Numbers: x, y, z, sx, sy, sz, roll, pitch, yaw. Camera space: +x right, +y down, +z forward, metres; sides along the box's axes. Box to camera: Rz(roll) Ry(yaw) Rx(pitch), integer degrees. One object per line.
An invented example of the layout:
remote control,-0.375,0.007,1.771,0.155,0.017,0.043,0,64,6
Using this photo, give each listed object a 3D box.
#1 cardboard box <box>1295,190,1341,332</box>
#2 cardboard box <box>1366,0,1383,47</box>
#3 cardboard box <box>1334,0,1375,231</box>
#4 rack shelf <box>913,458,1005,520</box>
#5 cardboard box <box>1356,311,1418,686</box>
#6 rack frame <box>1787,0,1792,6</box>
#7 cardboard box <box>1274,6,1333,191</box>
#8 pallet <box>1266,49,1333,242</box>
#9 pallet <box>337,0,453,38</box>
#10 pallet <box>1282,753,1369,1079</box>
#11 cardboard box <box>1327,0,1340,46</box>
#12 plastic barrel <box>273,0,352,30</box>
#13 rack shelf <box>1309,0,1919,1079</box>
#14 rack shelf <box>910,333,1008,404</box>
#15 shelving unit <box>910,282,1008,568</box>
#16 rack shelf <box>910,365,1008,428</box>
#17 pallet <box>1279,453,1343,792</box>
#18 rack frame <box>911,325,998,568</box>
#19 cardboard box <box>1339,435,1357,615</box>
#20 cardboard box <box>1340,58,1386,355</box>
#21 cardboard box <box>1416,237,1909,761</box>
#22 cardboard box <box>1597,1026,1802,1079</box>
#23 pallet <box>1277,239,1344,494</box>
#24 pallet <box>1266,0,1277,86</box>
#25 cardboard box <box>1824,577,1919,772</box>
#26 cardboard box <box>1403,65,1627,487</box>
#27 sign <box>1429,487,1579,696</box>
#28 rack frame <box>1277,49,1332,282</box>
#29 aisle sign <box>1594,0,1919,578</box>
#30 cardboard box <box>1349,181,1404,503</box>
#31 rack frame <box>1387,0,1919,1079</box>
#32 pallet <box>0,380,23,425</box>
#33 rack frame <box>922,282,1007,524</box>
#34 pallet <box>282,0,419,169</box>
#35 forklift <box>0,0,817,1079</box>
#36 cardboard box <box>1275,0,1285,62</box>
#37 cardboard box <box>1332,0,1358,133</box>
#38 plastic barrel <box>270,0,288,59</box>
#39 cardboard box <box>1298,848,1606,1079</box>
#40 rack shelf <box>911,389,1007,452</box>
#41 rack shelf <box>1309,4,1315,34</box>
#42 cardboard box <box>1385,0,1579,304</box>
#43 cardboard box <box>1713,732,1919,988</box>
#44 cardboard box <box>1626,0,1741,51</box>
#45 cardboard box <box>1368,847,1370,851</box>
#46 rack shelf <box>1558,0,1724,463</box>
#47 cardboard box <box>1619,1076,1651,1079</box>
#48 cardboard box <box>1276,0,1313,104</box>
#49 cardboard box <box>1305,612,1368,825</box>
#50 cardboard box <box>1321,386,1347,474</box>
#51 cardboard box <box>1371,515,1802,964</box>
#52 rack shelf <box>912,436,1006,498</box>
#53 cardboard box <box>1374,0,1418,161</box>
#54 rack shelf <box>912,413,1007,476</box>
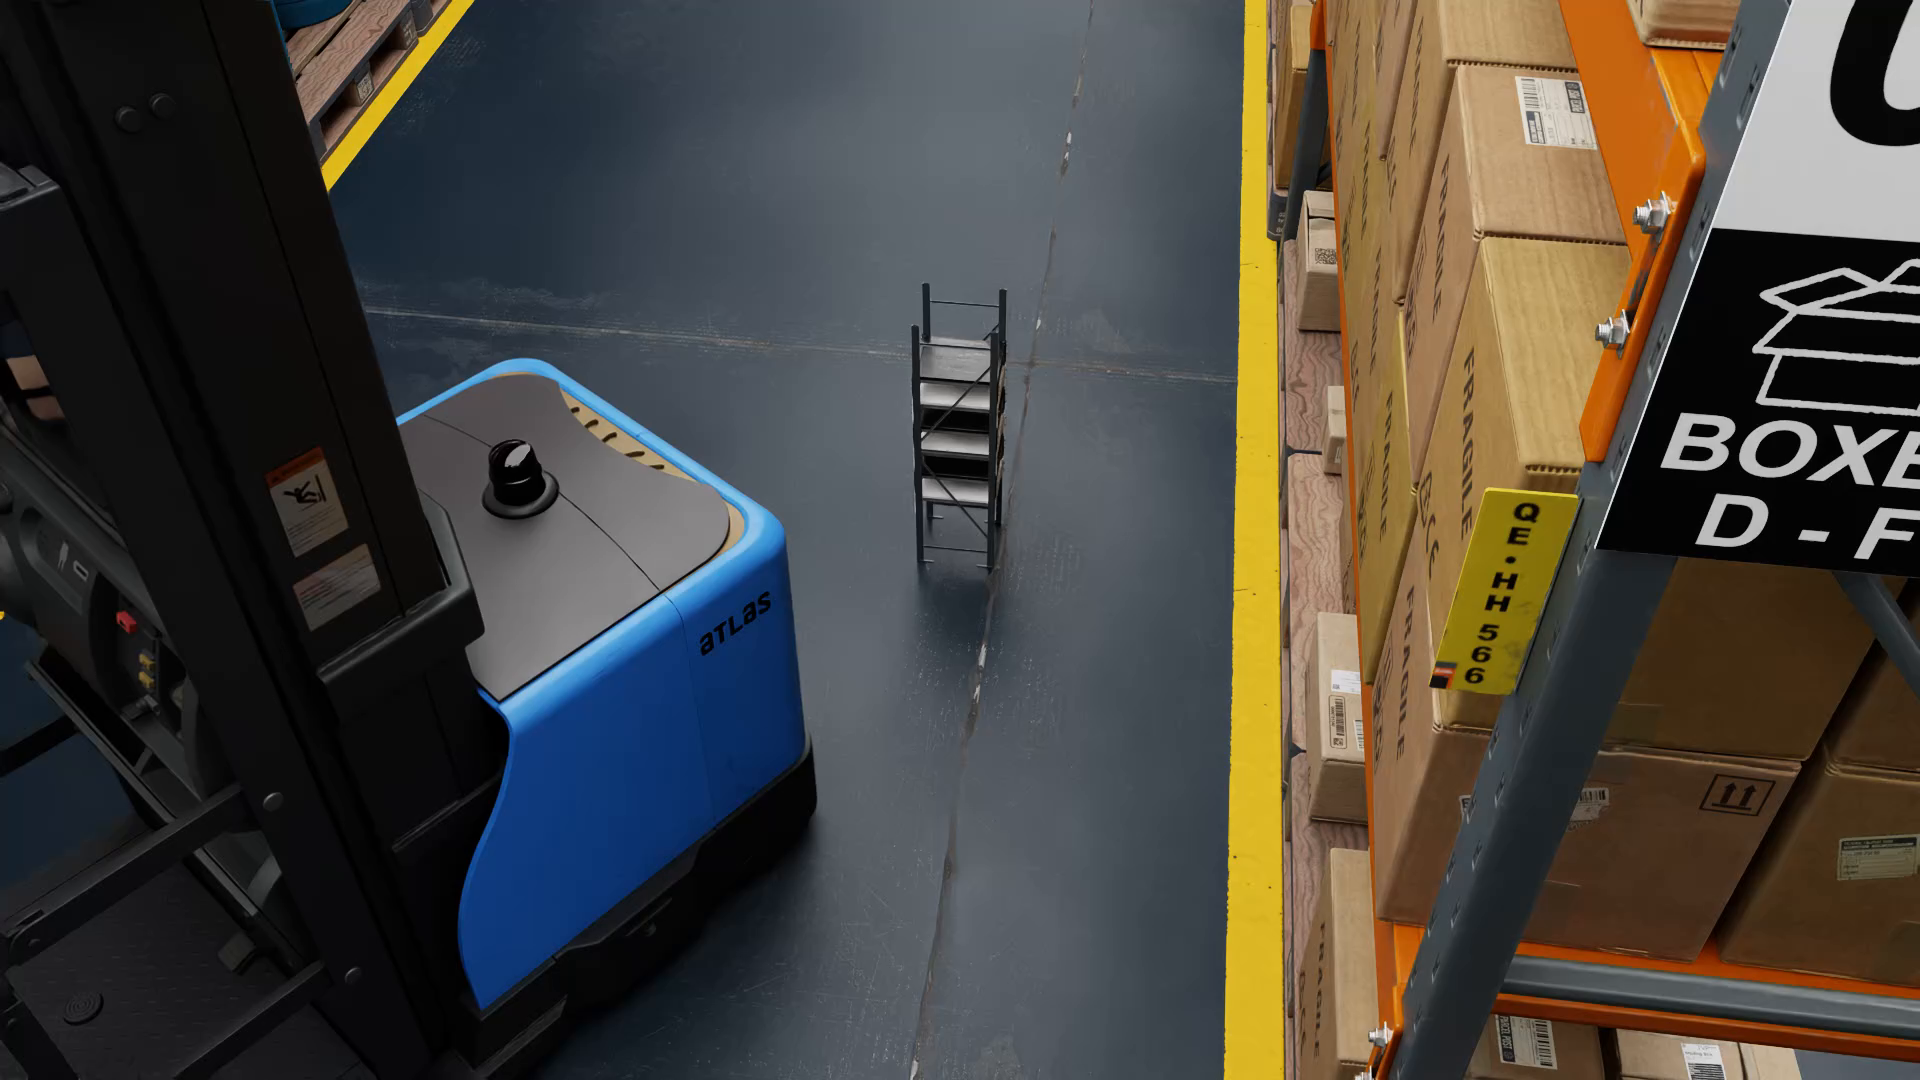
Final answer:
cardboard box,1.431,-0.977,5.736,0.500,0.311,0.500,5,44,6
cardboard box,1.224,-1.462,3.813,0.500,0.500,0.500,4,44,4
cardboard box,1.231,-1.084,4.141,0.500,0.500,0.500,5,44,5
rack shelf,-0.001,-0.166,5.081,0.258,0.077,0.200,5,44,6
cardboard box,1.027,-0.054,3.053,0.500,0.500,0.500,6,44,6
rack frame,1.172,-1.513,0.303,1.000,3.000,0.127,5,44,6
cardboard box,1.482,-1.675,6.335,0.500,0.500,0.500,5,44,5
pallet,1.771,-1.606,6.792,1.003,0.211,1.213,5,44,6
pallet,-2.906,-2.857,8.113,1.003,0.211,1.213,5,44,6
pallet,1.287,1.083,3.953,1.003,0.211,1.213,5,44,6
cardboard box,1.364,-1.774,4.869,0.500,0.500,0.500,6,44,7
plastic barrel,-3.026,-2.756,7.199,0.600,0.901,0.708,5,44,6
rack shelf,1.437,-0.436,4.052,1.077,0.370,4.000,5,44,6
rack shelf,-0.001,-0.493,4.772,0.258,0.077,0.200,5,44,6
shelving unit,-0.001,-0.321,4.935,0.258,0.900,0.210,5,44,6
rack shelf,-0.001,-0.428,4.834,0.258,0.077,0.200,5,44,6
pallet,1.451,0.254,4.828,1.003,0.211,1.213,5,44,6
rack frame,-0.015,-0.252,4.862,0.240,0.900,0.006,5,44,6
cardboard box,1.458,-0.033,4.599,0.797,0.503,0.637,5,44,6
cardboard box,1.165,-0.737,3.774,0.500,0.500,0.500,5,44,5
cardboard box,0.959,-0.062,2.334,0.500,0.500,0.500,5,44,5
cardboard box,1.601,1.110,3.637,0.380,0.166,0.250,5,44,6
pallet,1.609,-0.580,5.709,1.003,0.211,1.213,5,44,6
pallet,1.930,-2.439,7.673,1.003,0.211,1.213,5,44,6
cardboard box,1.492,-0.012,2.281,0.500,0.500,0.500,6,44,7
cardboard box,1.025,-0.406,2.698,0.500,0.500,0.500,6,44,7
sign,0.625,0.066,1.926,0.100,0.325,0.005,5,44,6
rack frame,1.701,-2.060,5.244,1.000,3.000,0.127,5,44,6
aisle sign,0.860,-0.260,1.452,0.394,0.787,0.004,5,44,6
cardboard box,1.098,-0.394,3.412,0.500,0.500,0.500,6,44,6
rack frame,1.172,0.666,2.365,1.000,3.000,0.127,5,44,6
pallet,-3.426,-0.162,5.268,1.003,0.211,1.213,5,44,6
rack frame,0.012,-0.391,5.008,0.240,0.900,0.006,5,44,6
pallet,-3.065,-2.023,7.233,1.003,0.211,1.213,5,44,6
forklift,-1.746,0.200,2.907,1.130,2.935,3.031,32,52,29
cardboard box,1.623,-2.353,7.051,0.500,0.500,0.500,6,44,6
cardboard box,1.299,-1.425,4.500,0.500,0.500,0.500,6,44,6
plastic barrel,-3.119,-2.273,6.690,0.600,0.901,0.708,5,44,6
cardboard box,1.000,1.021,3.488,0.500,0.500,0.500,5,44,6
rack shelf,-0.001,-0.362,4.896,0.258,0.077,0.200,5,44,6
rack shelf,1.966,-3.162,6.931,1.077,0.370,4.000,5,44,6
cardboard box,1.089,-0.760,3.071,0.500,0.500,0.500,6,44,7
cardboard box,1.492,0.351,2.625,0.500,0.500,0.500,6,44,6
cardboard box,0.979,-0.743,1.781,0.500,0.250,0.500,5,44,6
cardboard box,1.143,0.874,3.886,0.380,0.166,0.250,5,44,6
rack shelf,1.437,-1.525,3.021,1.077,0.370,4.000,5,44,6
cardboard box,1.568,1.287,3.463,0.380,0.149,0.250,5,44,6
cardboard box,1.556,-2.011,6.690,0.500,0.500,0.500,5,44,6
cardboard box,1.155,0.467,4.255,0.500,0.250,0.500,5,44,6
cardboard box,1.327,-0.334,5.162,0.380,0.166,0.250,5,44,6
cardboard box,0.962,0.299,2.679,0.500,0.500,0.500,6,44,7
rack shelf,-0.001,-0.232,5.020,0.258,0.077,0.200,5,44,6
cardboard box,1.156,-1.110,3.441,0.500,0.500,0.500,6,44,7
rack shelf,-0.001,-0.297,4.958,0.258,0.077,0.200,5,44,6
